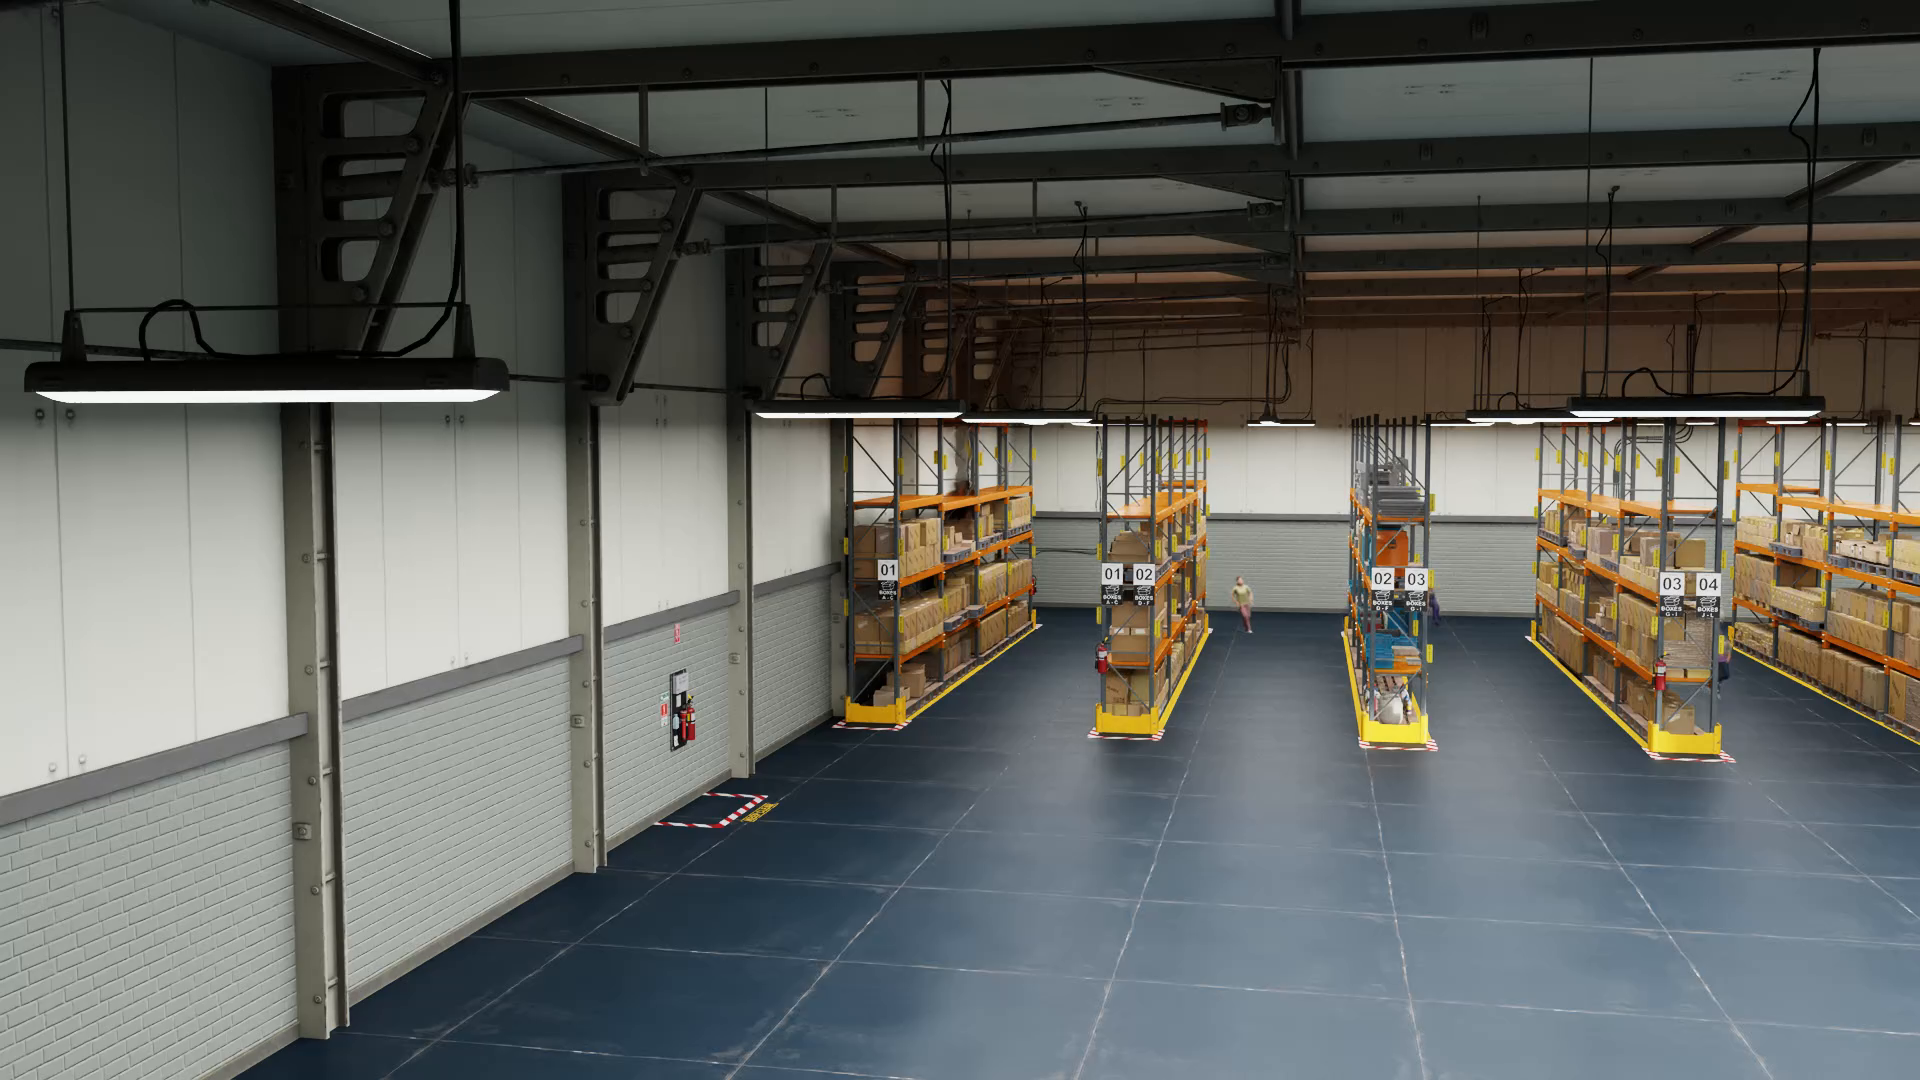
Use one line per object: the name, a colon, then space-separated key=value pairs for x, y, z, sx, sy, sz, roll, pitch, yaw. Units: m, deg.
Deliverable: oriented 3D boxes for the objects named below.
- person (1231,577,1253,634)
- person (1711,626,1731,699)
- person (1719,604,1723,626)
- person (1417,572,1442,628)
person: x=7.913 y=1.822 z=46.626 sx=0.623 sy=1.592 sz=0.543 roll=0 pitch=4 yaw=-3
person: x=16.147 y=2.594 z=35.405 sx=0.595 sy=1.560 sz=0.526 roll=0 pitch=4 yaw=1
person: x=18.979 y=2.095 z=41.840 sx=0.601 sy=1.657 sz=0.566 roll=0 pitch=4 yaw=5
person: x=13.510 y=1.719 z=48.077 sx=0.893 sy=1.708 sz=0.603 roll=2 pitch=4 yaw=29
